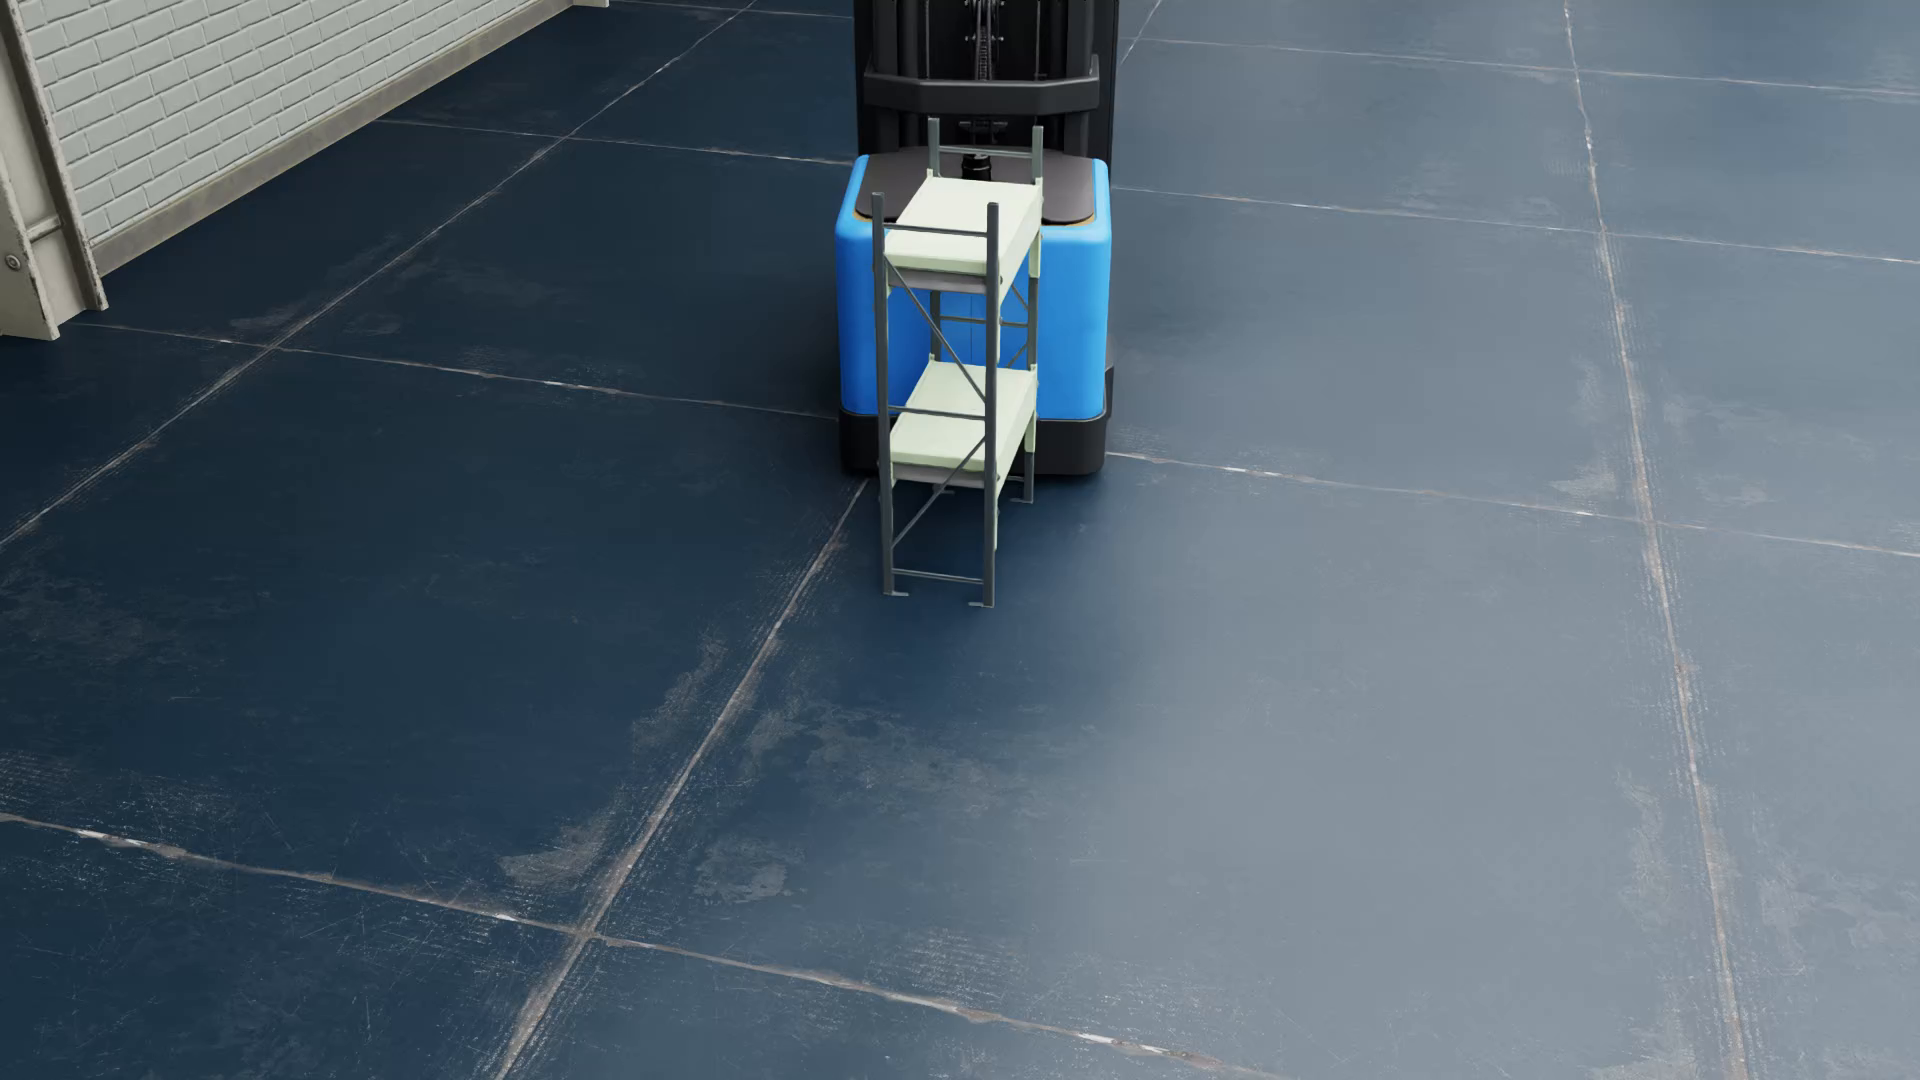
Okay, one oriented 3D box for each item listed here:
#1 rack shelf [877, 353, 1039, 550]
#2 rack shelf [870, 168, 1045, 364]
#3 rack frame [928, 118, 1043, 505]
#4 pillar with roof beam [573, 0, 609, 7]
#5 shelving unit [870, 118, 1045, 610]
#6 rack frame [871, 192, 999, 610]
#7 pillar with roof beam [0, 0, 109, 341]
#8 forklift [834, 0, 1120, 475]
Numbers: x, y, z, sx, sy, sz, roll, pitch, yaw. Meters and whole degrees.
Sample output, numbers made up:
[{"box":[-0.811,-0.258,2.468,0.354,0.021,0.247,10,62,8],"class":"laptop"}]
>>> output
[{"box":[0.005,-0.332,5.982,0.431,0.370,0.720,7,33,11],"class":"rack shelf"},{"box":[0.005,-0.937,5.598,0.431,0.370,0.720,7,33,11],"class":"rack shelf"},{"box":[0.087,-0.799,6.109,0.400,1.500,0.023,7,33,11],"class":"rack frame"},{"box":[1.384,-7.372,9.459,9.100,9.000,0.400,8,33,12],"class":"pillar with roof beam"},{"box":[0.005,-0.607,5.808,0.431,1.500,0.755,7,33,11],"class":"shelving unit"},{"box":[-0.077,-0.416,5.507,0.400,1.500,0.023,7,33,11],"class":"rack frame"},{"box":[-0.138,-4.259,4.561,9.100,9.000,0.400,8,33,12],"class":"pillar with roof beam"},{"box":[0.121,-2.253,7.062,1.130,2.935,3.031,2,32,3],"class":"forklift"}]
